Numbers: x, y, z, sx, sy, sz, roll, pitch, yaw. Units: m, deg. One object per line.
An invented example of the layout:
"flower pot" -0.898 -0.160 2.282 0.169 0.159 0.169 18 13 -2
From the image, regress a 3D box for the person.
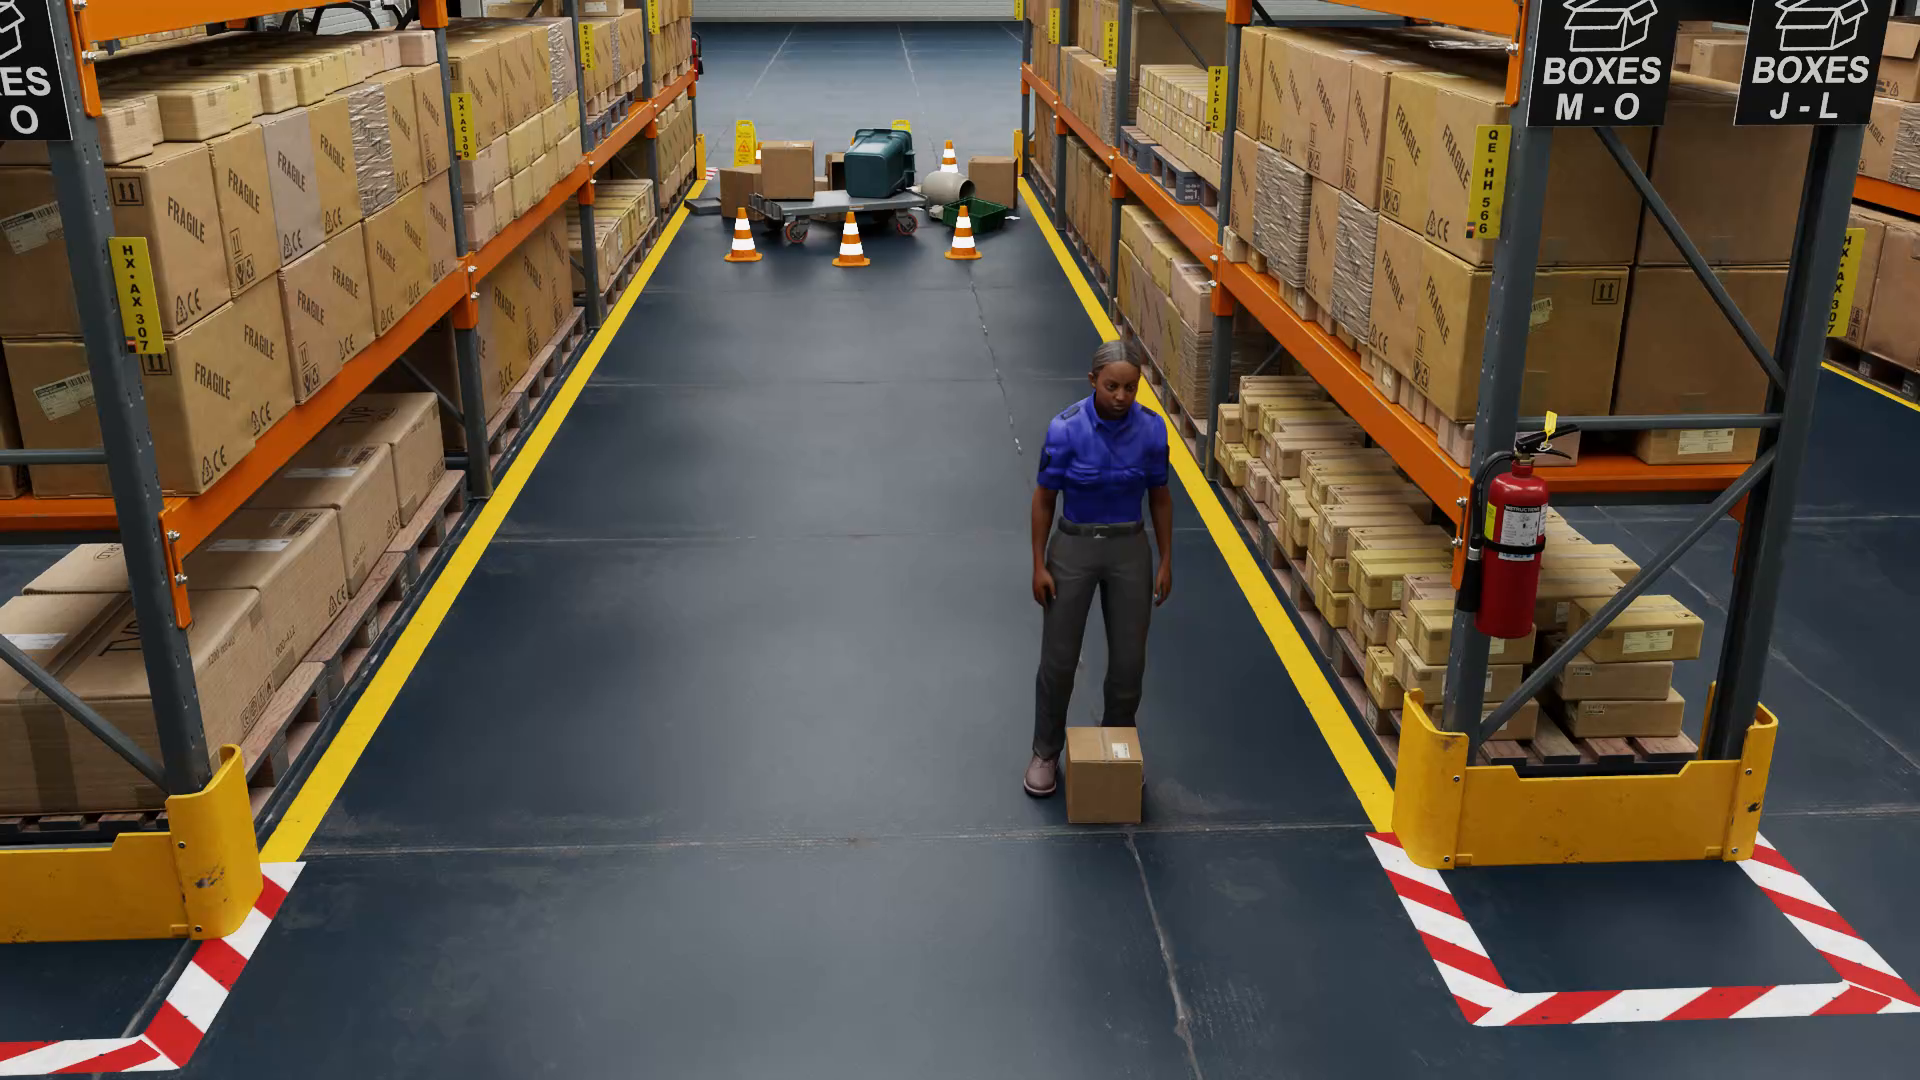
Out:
"person" 0.486 0.091 5.842 0.526 1.655 0.349 -2 21 -5
